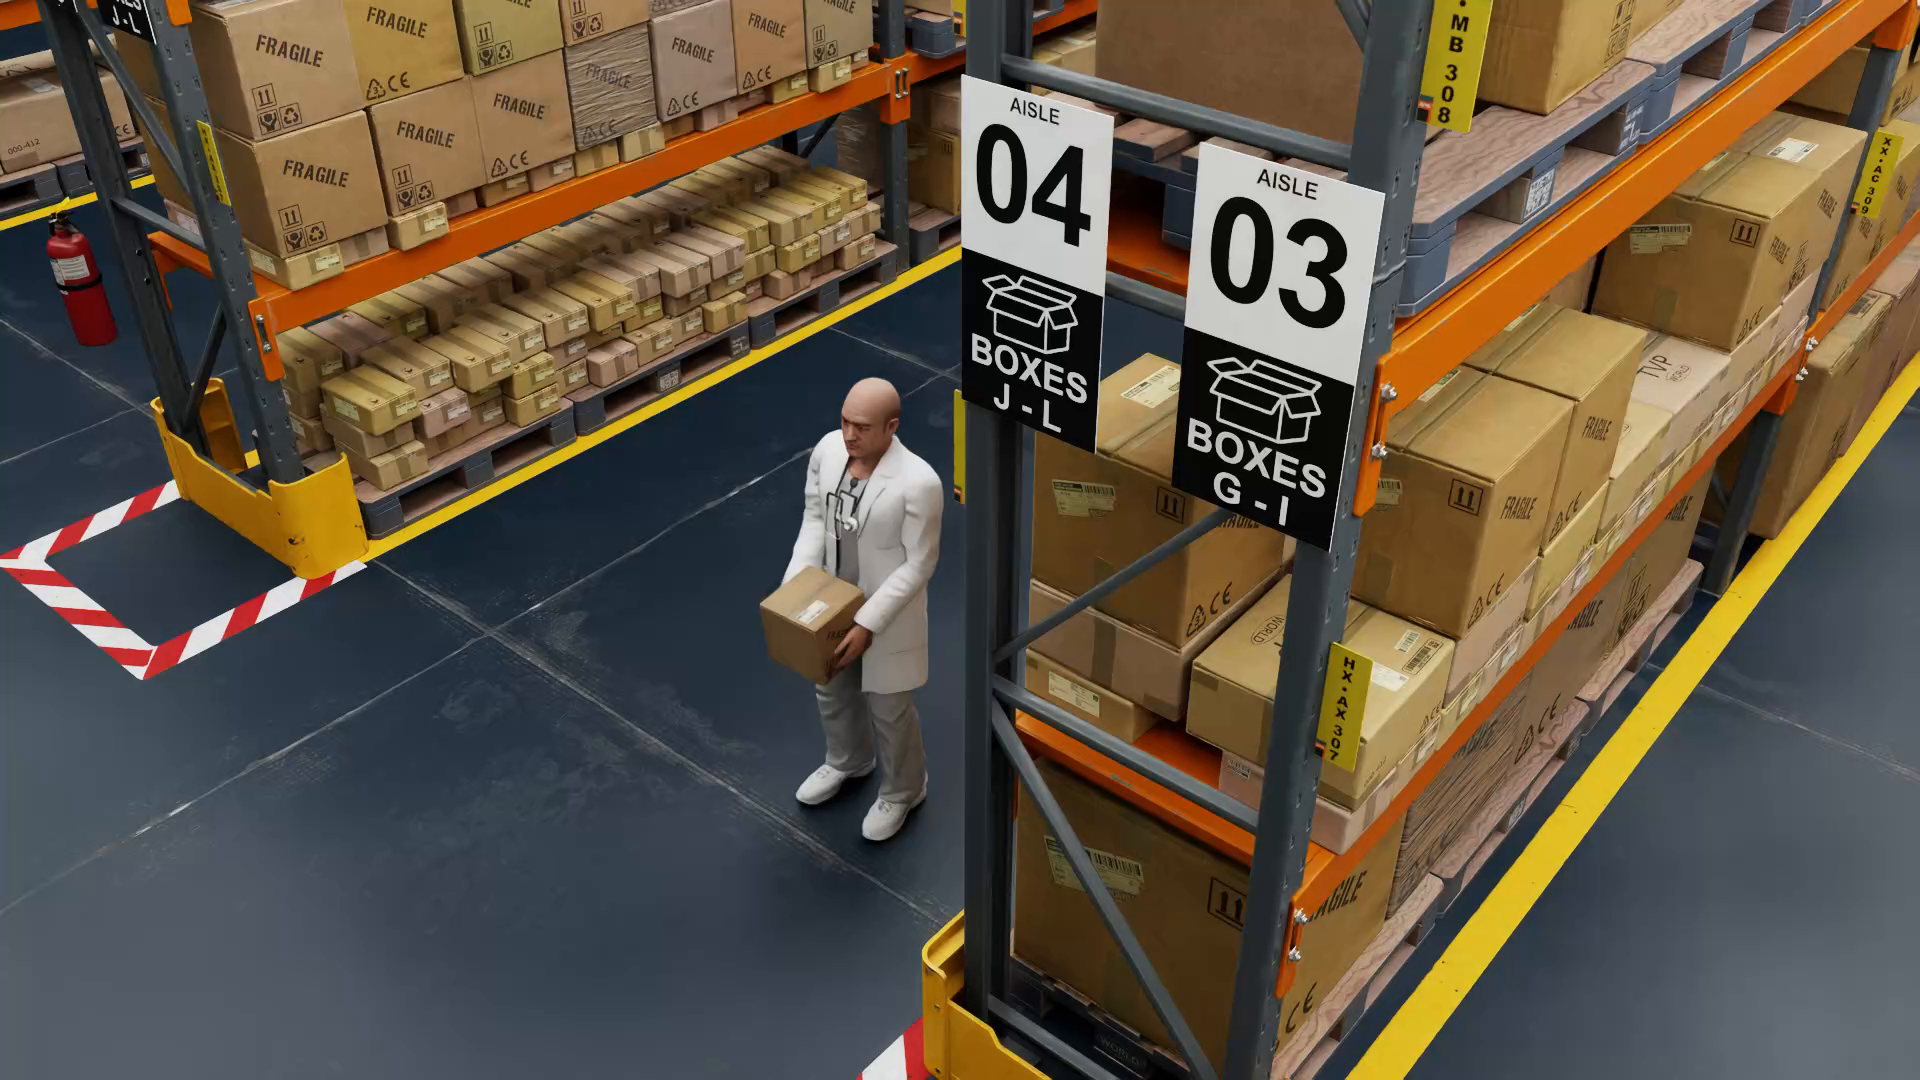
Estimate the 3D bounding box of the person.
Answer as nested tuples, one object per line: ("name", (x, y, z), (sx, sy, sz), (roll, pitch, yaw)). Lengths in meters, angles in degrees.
("person", (-0.365, 0.271, 5.756), (0.562, 1.782, 0.508), (24, 41, 31))
